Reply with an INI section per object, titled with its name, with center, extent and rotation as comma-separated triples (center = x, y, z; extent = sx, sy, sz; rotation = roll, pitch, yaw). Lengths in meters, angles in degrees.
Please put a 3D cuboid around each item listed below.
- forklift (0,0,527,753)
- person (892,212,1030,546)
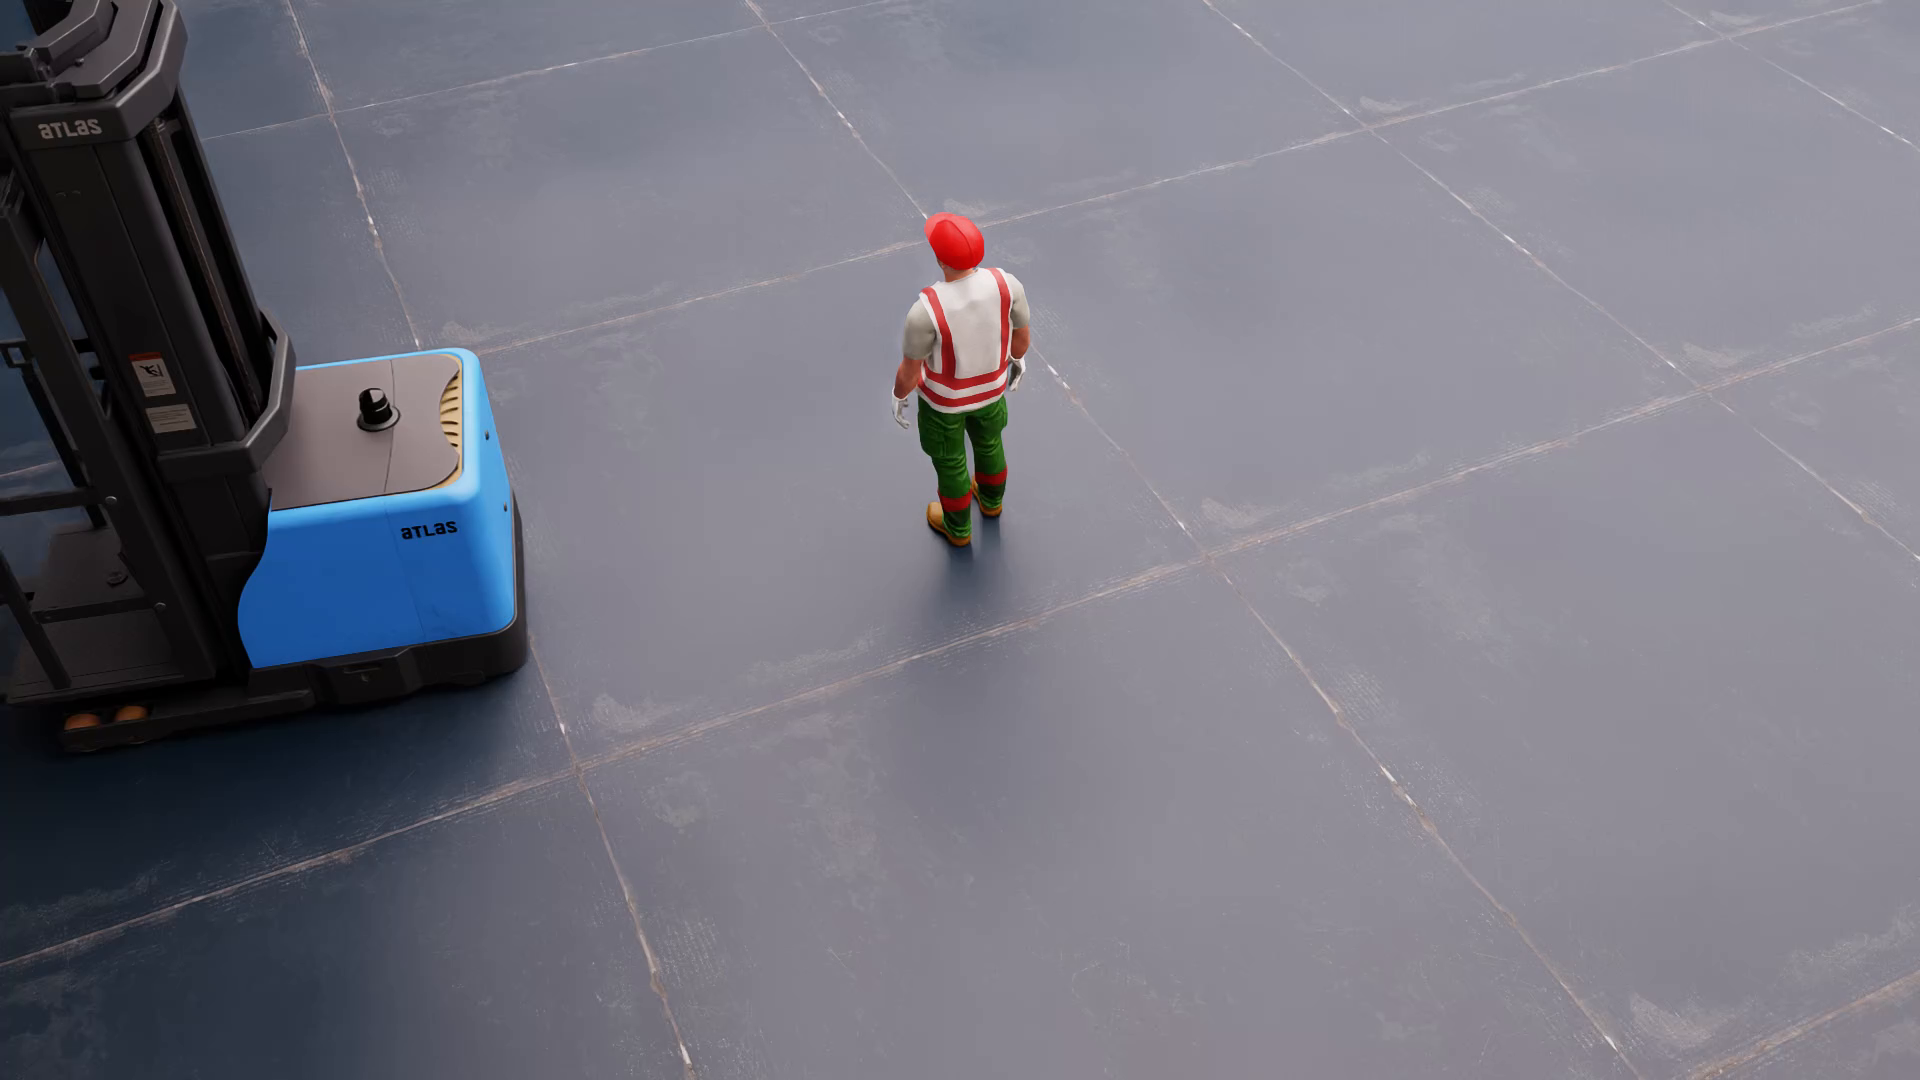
[forklift]
center = -3.445, -0.591, 6.313
extent = 3.031, 2.935, 1.130
rotation = -9, 44, -9
[person]
center = -0.024, -0.712, 7.270
extent = 0.638, 1.789, 0.562
rotation = -18, 46, -18
